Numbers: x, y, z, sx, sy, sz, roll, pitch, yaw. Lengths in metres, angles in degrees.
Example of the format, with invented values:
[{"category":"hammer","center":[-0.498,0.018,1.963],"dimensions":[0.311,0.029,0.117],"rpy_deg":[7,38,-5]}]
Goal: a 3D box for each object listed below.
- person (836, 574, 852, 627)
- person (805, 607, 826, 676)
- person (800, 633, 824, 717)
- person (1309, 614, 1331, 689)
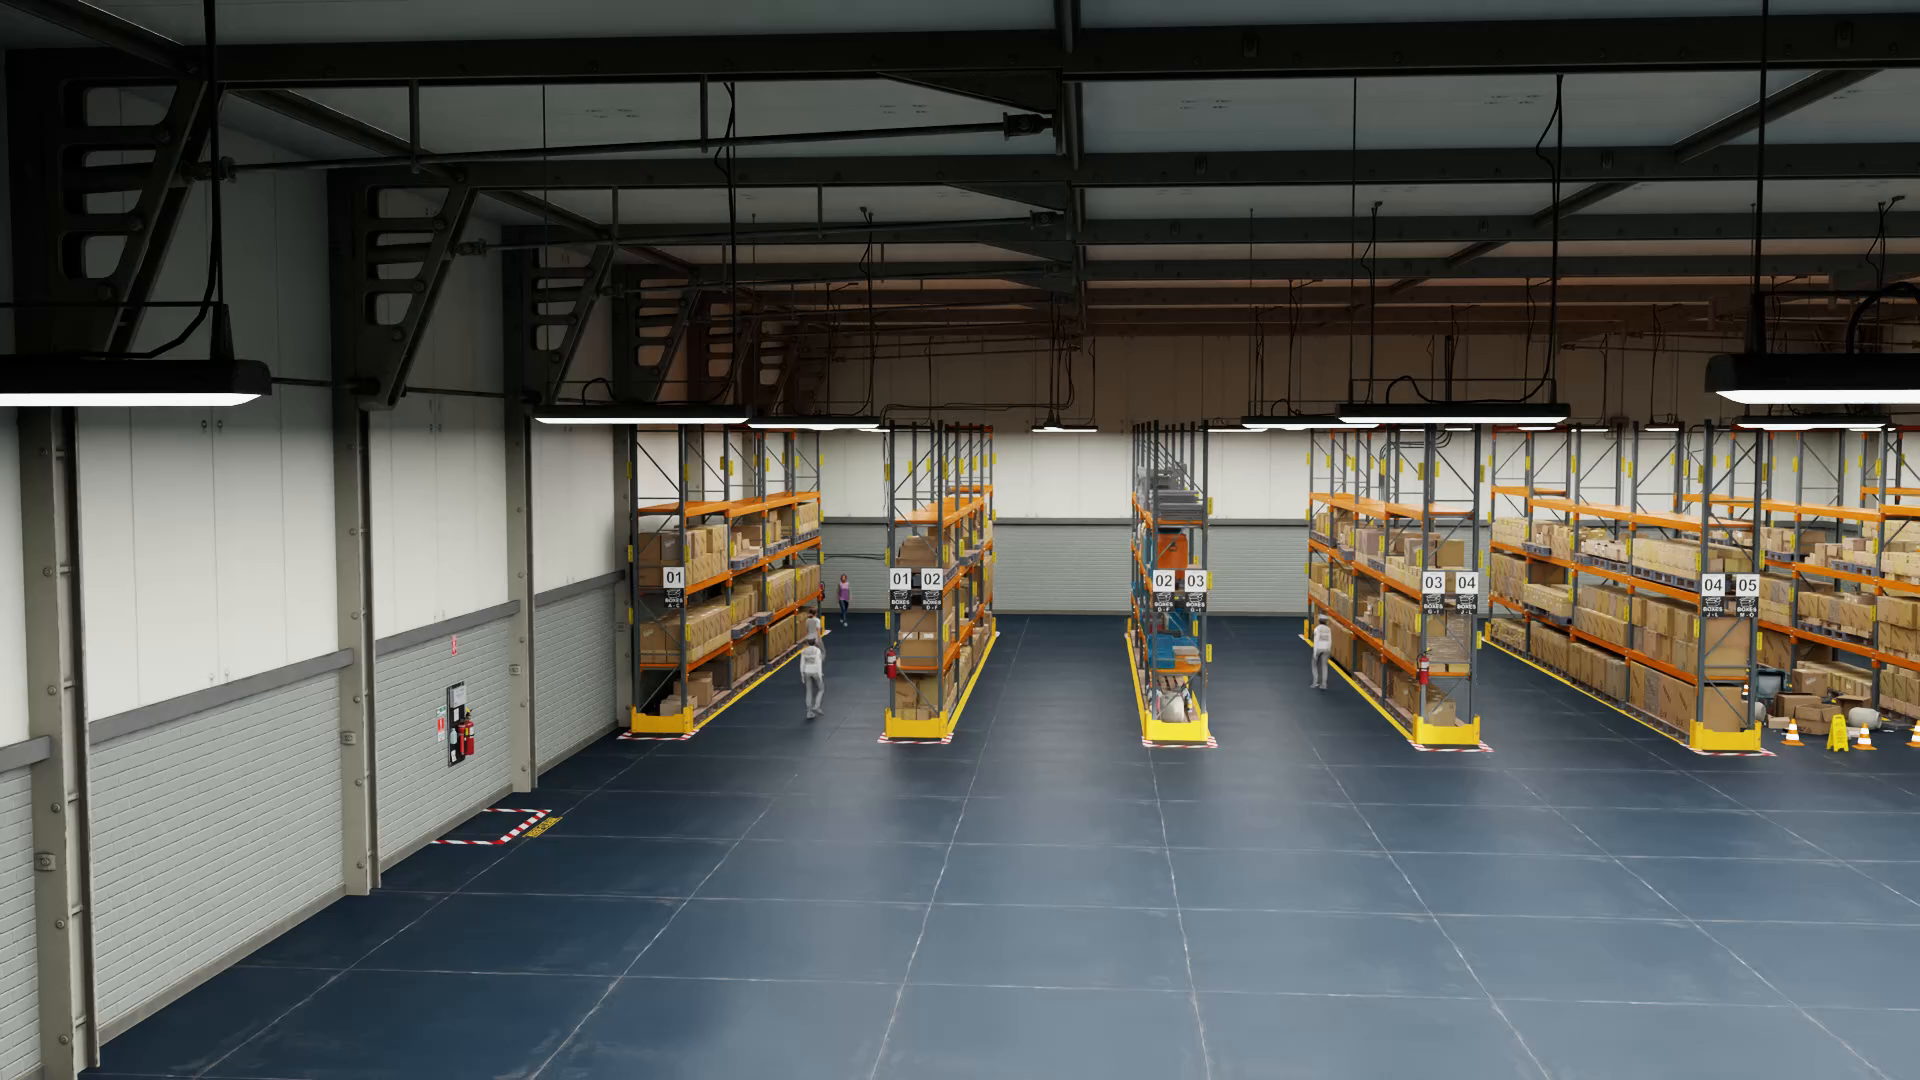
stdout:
[{"category":"person","center":[-3.481,1.785,49.741],"dimensions":[0.437,1.536,1.003],"rpy_deg":[-1,4,-22]},{"category":"person","center":[-3.449,2.402,39.191],"dimensions":[0.474,1.658,0.516],"rpy_deg":[1,4,20]},{"category":"person","center":[-3.010,2.739,33.715],"dimensions":[0.505,1.669,0.478],"rpy_deg":[1,4,14]},{"category":"person","center":[8.168,2.541,37.468],"dimensions":[0.473,1.735,0.580],"rpy_deg":[0,4,-6]}]
